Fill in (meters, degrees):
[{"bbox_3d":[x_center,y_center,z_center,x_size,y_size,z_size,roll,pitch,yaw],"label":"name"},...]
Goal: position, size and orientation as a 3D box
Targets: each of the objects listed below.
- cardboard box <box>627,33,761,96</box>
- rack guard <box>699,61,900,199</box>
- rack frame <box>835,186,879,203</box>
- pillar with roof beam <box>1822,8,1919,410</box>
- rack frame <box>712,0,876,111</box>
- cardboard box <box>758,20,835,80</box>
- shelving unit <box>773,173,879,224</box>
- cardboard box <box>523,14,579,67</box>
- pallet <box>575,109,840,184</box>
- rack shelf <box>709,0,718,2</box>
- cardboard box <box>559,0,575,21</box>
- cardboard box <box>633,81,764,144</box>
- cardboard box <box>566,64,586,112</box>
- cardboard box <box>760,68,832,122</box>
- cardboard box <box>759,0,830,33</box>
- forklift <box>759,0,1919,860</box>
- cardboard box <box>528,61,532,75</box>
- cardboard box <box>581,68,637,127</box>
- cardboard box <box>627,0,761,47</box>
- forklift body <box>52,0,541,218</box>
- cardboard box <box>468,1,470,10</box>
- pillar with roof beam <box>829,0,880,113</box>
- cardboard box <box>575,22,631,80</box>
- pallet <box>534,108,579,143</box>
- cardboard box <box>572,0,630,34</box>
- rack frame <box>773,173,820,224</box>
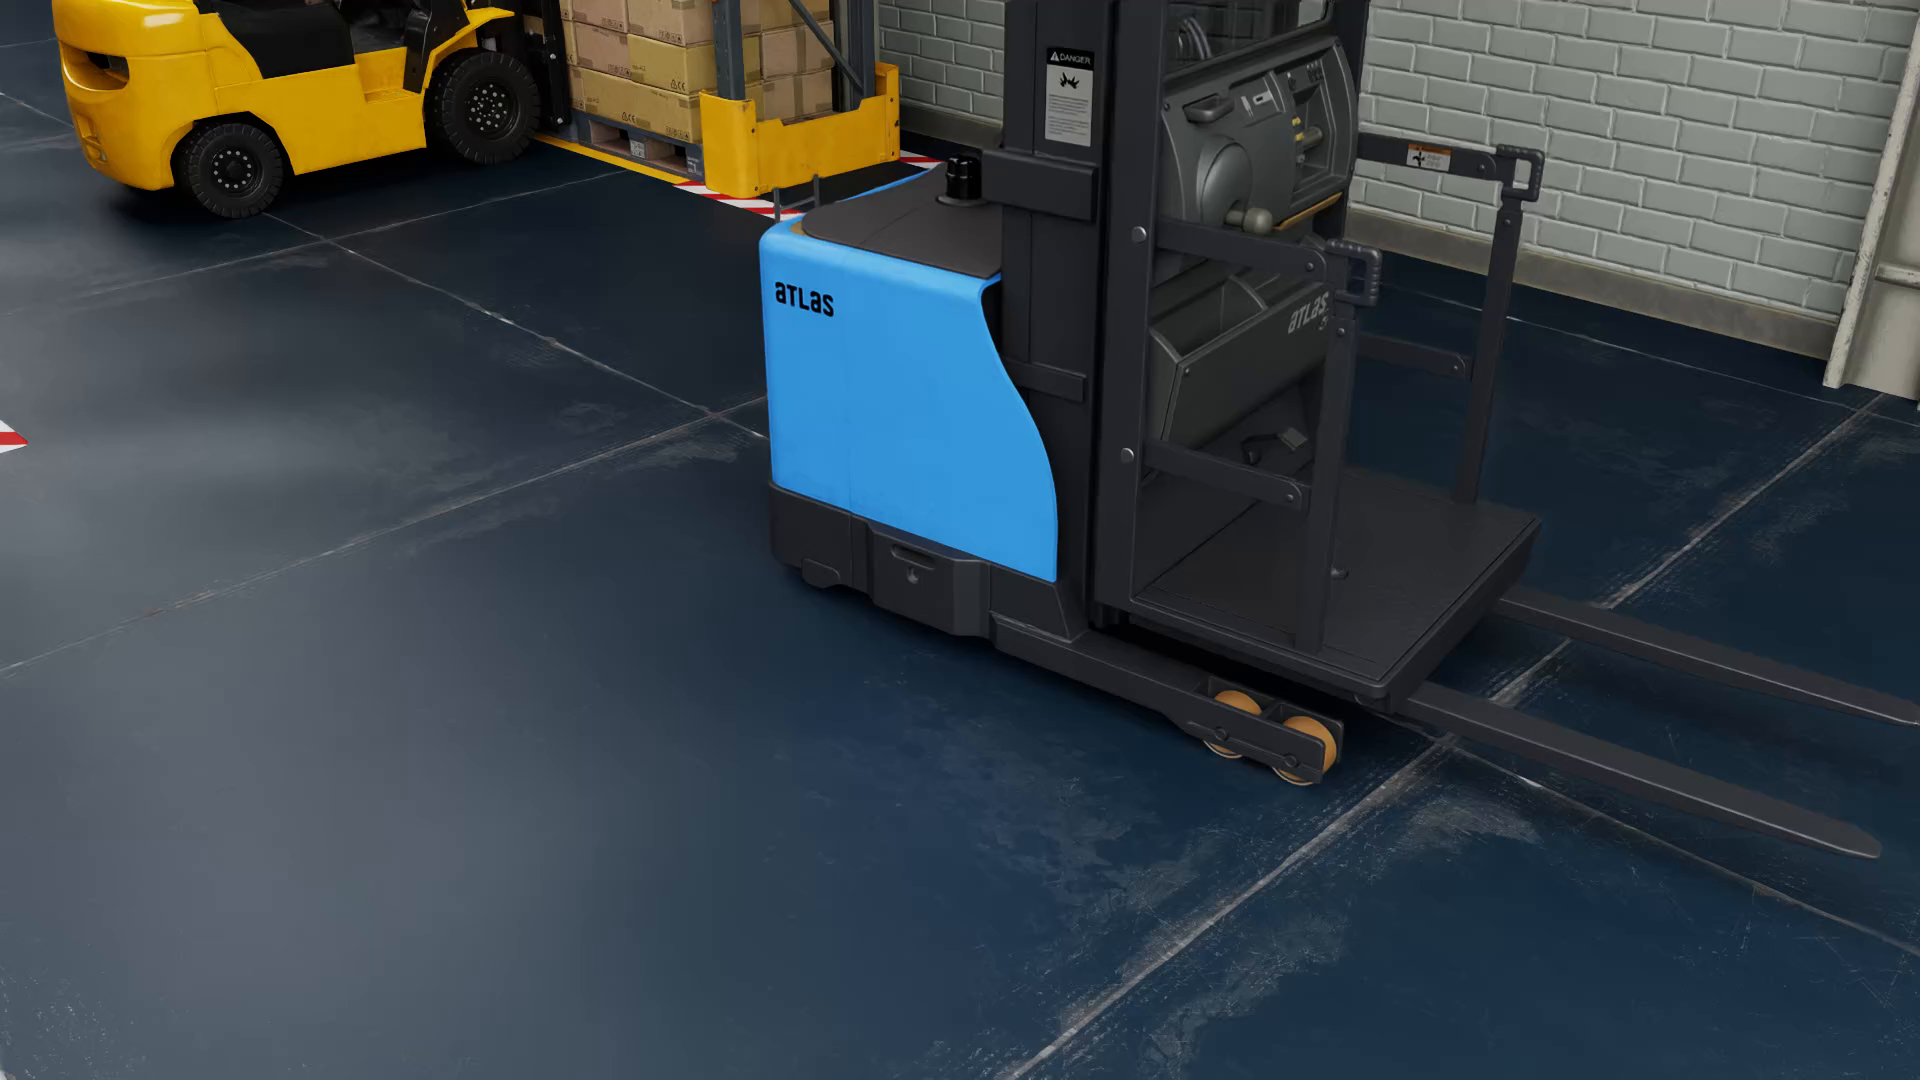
[{"bbox_3d":[-1.424,-2.587,8.913,0.500,0.250,0.500,24,36,38],"label":"cardboard box"},{"bbox_3d":[-0.840,-2.227,8.949,0.348,0.500,1.175,25,36,38],"label":"rack guard"},{"bbox_3d":[-0.305,-0.567,5.200,0.008,1.050,0.200,19,33,32],"label":"rack frame"},{"bbox_3d":[0.538,-3.137,1.546,0.400,9.000,9.100,25,36,38],"label":"pillar with roof beam"},{"bbox_3d":[-0.858,-3.342,8.382,0.127,3.000,1.000,25,36,38],"label":"rack frame"},{"bbox_3d":[-1.047,-2.754,9.231,0.500,0.250,0.500,-25,36,-38],"label":"cardboard box"},{"bbox_3d":[-0.403,-0.601,5.264,0.252,1.050,0.215,19,33,32],"label":"shelving unit"},{"bbox_3d":[-2.157,-2.916,9.538,0.500,0.250,0.500,24,36,37],"label":"cardboard box"},{"bbox_3d":[-1.432,-2.343,9.479,1.213,0.211,1.003,25,36,38],"label":"pallet"},{"bbox_3d":[-2.284,-3.676,9.791,4.000,0.370,1.077,25,36,38],"label":"rack shelf"},{"bbox_3d":[-2.140,-3.126,9.400,0.500,0.250,0.500,-25,37,-39],"label":"cardboard box"},{"bbox_3d":[-1.414,-2.359,9.016,0.500,0.250,0.500,25,37,39],"label":"cardboard box"},{"bbox_3d":[-2.113,-2.691,9.647,0.500,0.250,0.500,-25,37,-39],"label":"cardboard box"},{"bbox_3d":[-1.071,-2.536,9.352,0.500,0.250,0.500,25,37,39],"label":"cardboard box"},{"bbox_3d":[-1.068,-2.973,9.109,0.500,0.250,0.500,24,36,38],"label":"cardboard box"},{"bbox_3d":[0.913,-0.974,3.953,3.031,2.935,1.130,19,33,32],"label":"forklift"},{"bbox_3d":[-2.499,-2.853,9.955,0.500,0.250,0.500,-24,36,-38],"label":"cardboard box"},{"bbox_3d":[-1.762,-2.524,9.331,0.500,0.250,0.500,25,36,38],"label":"cardboard box"},{"bbox_3d":[-1.405,-2.800,8.780,0.500,0.250,0.500,-24,36,-38],"label":"cardboard box"},{"bbox_3d":[-3.489,-2.979,8.605,1.214,2.155,2.313,25,36,38],"label":"forklift body"},{"bbox_3d":[-2.871,-3.245,10.164,0.500,0.250,0.500,24,36,38],"label":"cardboard box"},{"bbox_3d":[-3.740,-5.095,5.270,0.400,9.000,9.100,25,36,38],"label":"pillar with roof beam"},{"bbox_3d":[-1.774,-2.754,9.231,0.500,0.250,0.500,24,36,38],"label":"cardboard box"},{"bbox_3d":[-2.298,-2.741,10.236,1.213,0.211,1.003,25,36,38],"label":"pallet"},{"bbox_3d":[-1.773,-2.964,9.094,0.500,0.250,0.500,-25,36,-38],"label":"cardboard box"},{"bbox_3d":[-0.501,-0.634,5.328,0.008,1.050,0.200,19,33,32],"label":"rack frame"}]
